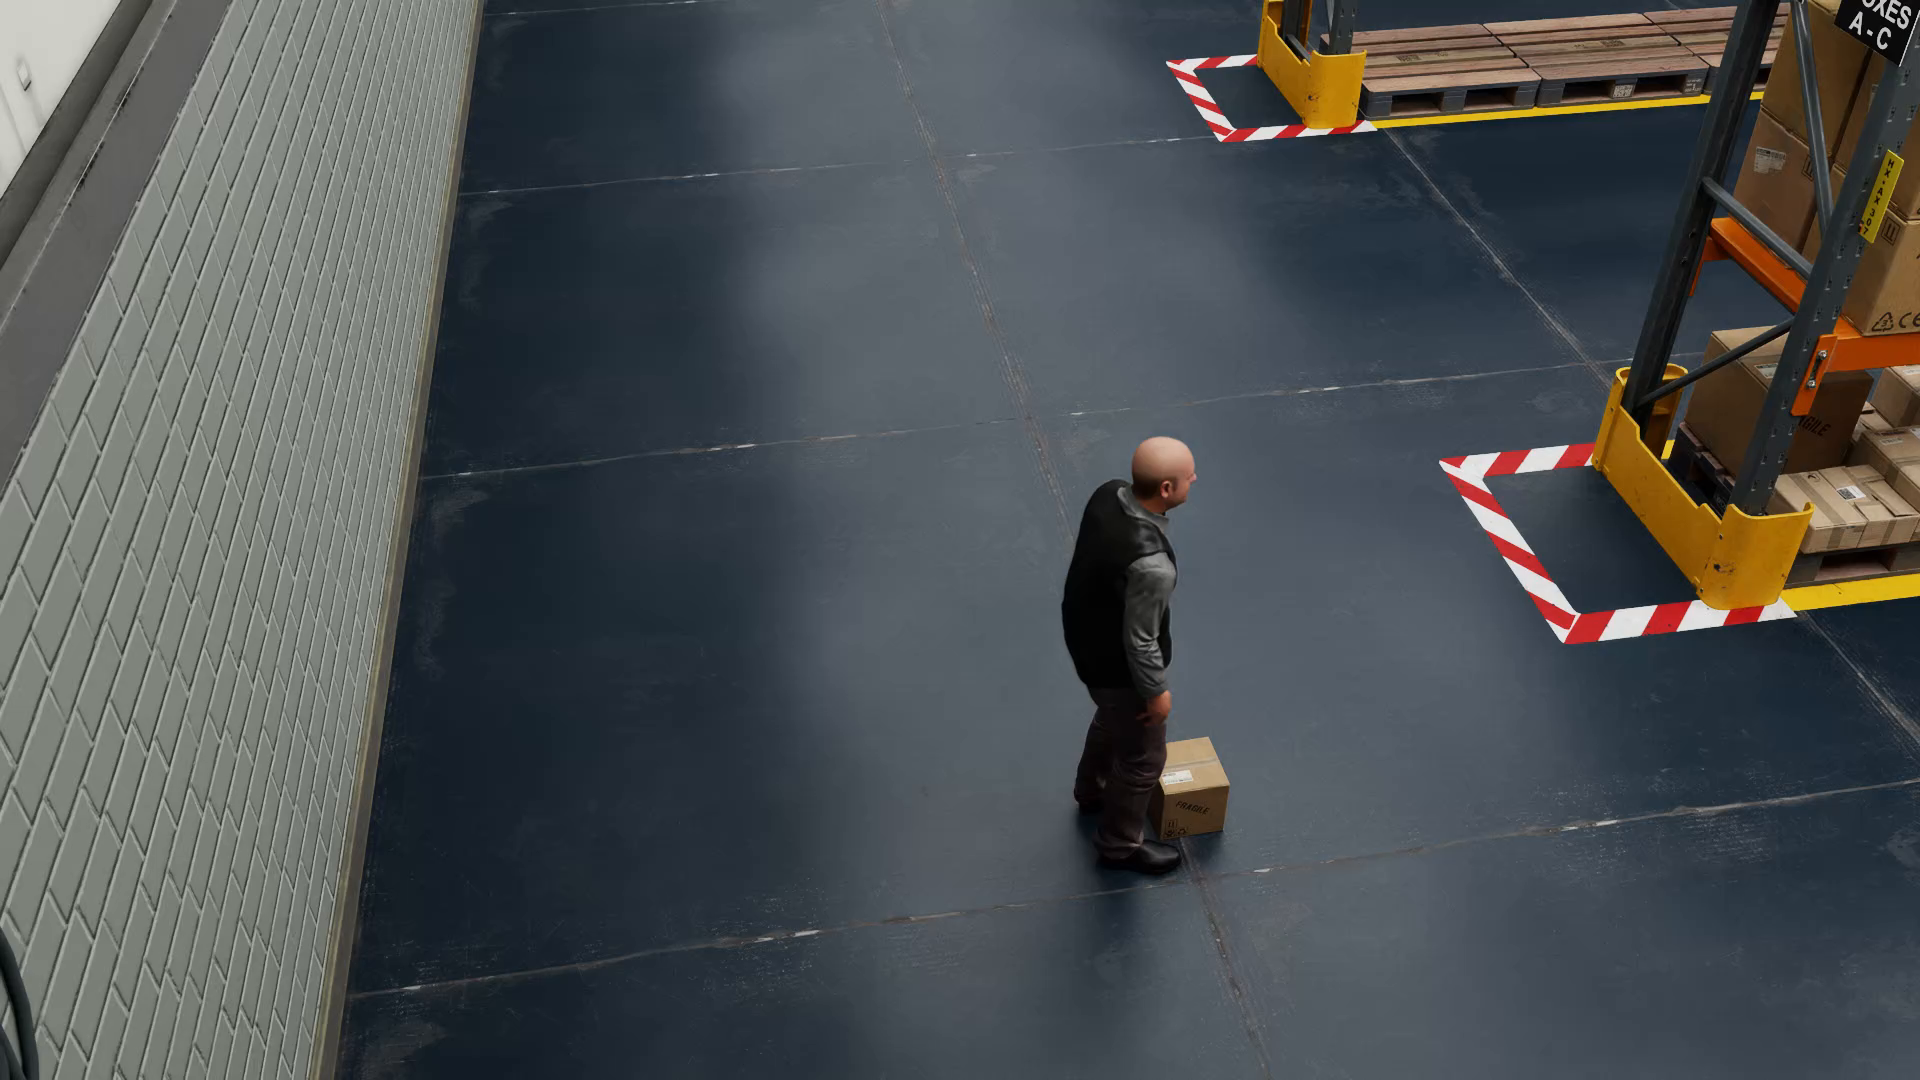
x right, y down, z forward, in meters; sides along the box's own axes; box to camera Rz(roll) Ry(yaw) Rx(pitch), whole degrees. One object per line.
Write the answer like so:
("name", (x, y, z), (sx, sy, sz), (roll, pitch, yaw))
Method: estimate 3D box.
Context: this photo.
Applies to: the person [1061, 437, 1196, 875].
("person", (0.560, 0.387, 5.684), (0.420, 1.721, 0.580), (-6, 39, -8))
